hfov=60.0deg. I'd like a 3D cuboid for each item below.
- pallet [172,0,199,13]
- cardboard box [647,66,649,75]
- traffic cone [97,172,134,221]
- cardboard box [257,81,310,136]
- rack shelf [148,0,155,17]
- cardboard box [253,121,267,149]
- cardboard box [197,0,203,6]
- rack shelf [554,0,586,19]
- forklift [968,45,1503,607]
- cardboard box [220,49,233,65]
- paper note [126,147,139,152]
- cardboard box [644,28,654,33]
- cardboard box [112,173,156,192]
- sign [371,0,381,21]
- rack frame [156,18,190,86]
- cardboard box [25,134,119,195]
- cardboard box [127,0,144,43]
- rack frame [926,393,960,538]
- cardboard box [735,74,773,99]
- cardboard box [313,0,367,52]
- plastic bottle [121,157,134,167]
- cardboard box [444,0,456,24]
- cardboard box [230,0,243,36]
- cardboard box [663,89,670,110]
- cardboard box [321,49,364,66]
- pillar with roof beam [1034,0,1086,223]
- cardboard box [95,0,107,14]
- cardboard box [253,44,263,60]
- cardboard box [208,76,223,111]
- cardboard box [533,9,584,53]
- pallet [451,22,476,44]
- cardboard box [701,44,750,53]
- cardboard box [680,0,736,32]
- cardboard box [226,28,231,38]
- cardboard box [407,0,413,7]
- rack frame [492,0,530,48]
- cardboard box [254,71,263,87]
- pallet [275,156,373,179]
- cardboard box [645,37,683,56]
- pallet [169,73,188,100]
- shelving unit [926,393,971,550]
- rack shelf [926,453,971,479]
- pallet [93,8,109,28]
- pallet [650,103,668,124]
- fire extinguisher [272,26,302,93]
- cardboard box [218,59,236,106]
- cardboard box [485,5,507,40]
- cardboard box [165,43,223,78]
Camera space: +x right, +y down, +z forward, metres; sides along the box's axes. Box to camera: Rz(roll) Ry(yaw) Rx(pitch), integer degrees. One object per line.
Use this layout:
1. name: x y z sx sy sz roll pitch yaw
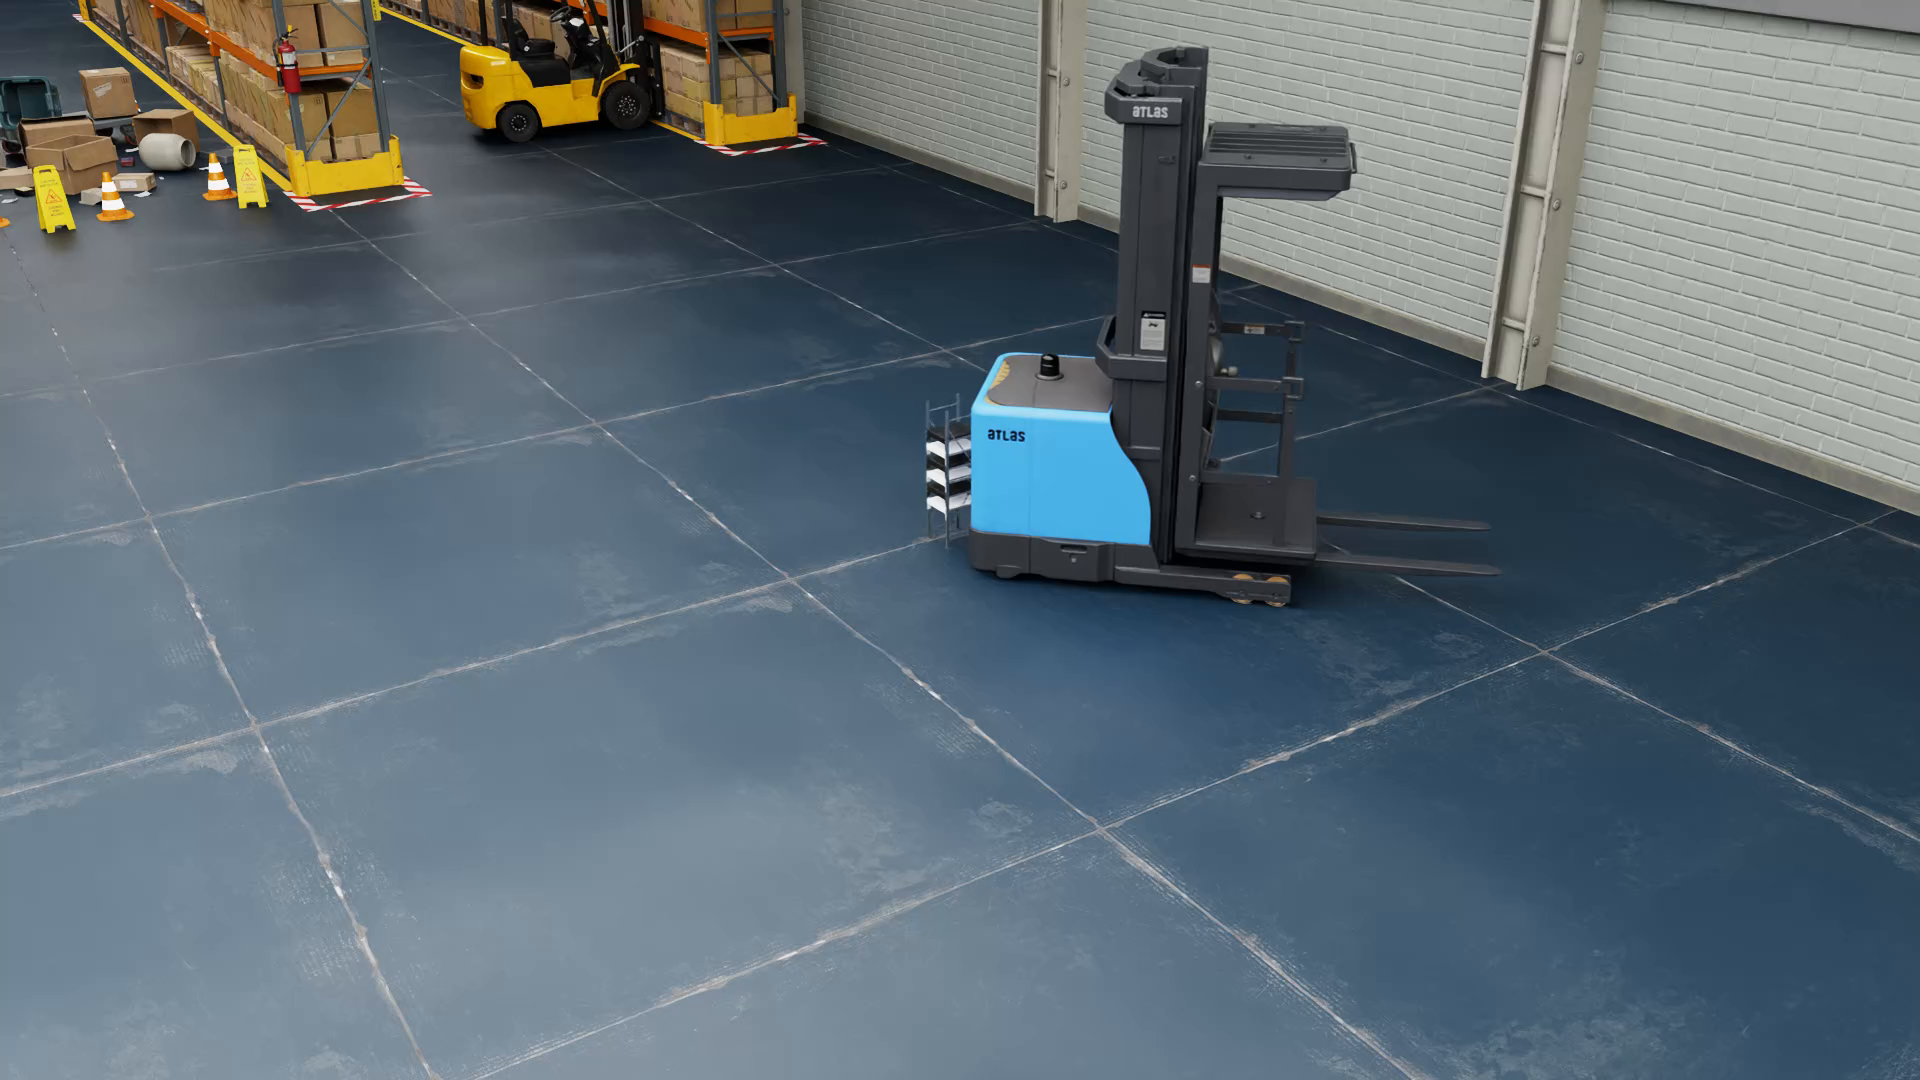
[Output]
1. pallet: -10.044 -7.350 22.530 1.003 0.211 1.213 -16 29 -30
2. cardboard box: -3.997 -6.247 22.112 0.500 0.250 0.500 -16 29 -30
3. traffic cone: -8.852 -3.599 17.332 0.336 0.463 0.334 -16 29 -30
4. cardboard box: -7.735 -4.971 19.116 0.500 0.500 0.500 -14 29 -28
5. rack shelf: -12.251 -8.525 25.637 1.077 0.370 4.000 -16 29 -30
6. cardboard box: -8.025 -4.819 19.674 0.500 0.250 0.500 -17 30 -31
7. cardboard box: -9.487 -6.900 21.155 0.380 0.149 0.250 -15 29 -29
8. rack shelf: -5.910 -8.252 25.060 1.077 0.370 4.000 -16 29 -30
9. forklift: 1.618 -1.194 9.346 3.031 2.935 1.130 5 26 10
10. cardboard box: -8.861 -5.950 20.432 0.380 0.149 0.250 -15 29 -29
11. paper note: -10.115 -4.774 20.328 0.148 0.019 0.142 -16 29 -30
12. cardboard box: -4.099 -6.952 23.021 0.500 0.250 0.500 -16 30 -30
13. cardboard box: -9.199 -3.982 18.511 0.380 0.149 0.250 -1 25 -3
14. sign: -6.337 -5.791 17.990 0.100 0.325 0.005 -16 29 -30
15. rack frame: -11.159 -8.135 23.968 1.000 3.000 0.127 -16 29 -30
16. cardboard box: -9.872 -4.183 18.521 0.637 0.503 0.797 7 26 15
17. cardboard box: -12.937 -8.591 26.933 0.875 0.875 0.875 -15 29 -28
18. rack frame: -0.102 -0.447 10.143 0.240 0.900 0.006 -17 30 -31
19. cardboard box: -2.717 -5.821 21.209 0.500 0.250 0.500 -15 29 -29
20. cardboard box: -6.818 -5.687 18.318 0.500 0.500 0.500 -16 30 -30
21. plastic bottle: -9.842 -4.477 19.661 0.133 0.061 0.283 -10 27 -21
22. cardboard box: -8.542 -9.190 28.640 0.500 0.500 0.500 -17 30 -31
23. cardboard box: -8.119 -6.129 19.253 0.500 0.500 0.500 -15 29 -29
24. cardboard box: -3.685 -5.834 21.822 0.500 0.250 0.500 -15 29 -29
25. cardboard box: -6.804 -5.330 18.320 0.380 0.149 0.250 -15 29 -29
26. pillar with roof beam: -2.591 -6.454 13.381 9.100 9.000 0.400 -16 29 -30
27. cardboard box: -15.082 -9.815 30.036 0.875 0.438 0.875 -17 30 -31
28. cardboard box: -7.694 -5.490 18.660 0.380 0.149 0.250 -15 29 -29
29. cardboard box: -9.264 -5.893 21.805 0.950 0.372 0.625 -15 29 -29
30. cardboard box: -5.942 -7.710 25.358 0.875 0.625 0.625 -17 30 -32
31. pallet: -8.040 -8.744 28.525 1.003 0.211 1.213 -16 29 -30
32. cardboard box: -3.014 -6.224 21.478 0.500 0.250 0.500 -15 29 -29
33. cardboard box: -3.124 -6.592 20.582 0.500 0.500 0.500 -16 30 -31
34. cardboard box: -8.614 -6.140 20.038 0.380 0.149 0.250 -15 29 -28
35. cardboard box: -9.931 -9.936 30.494 0.396 0.266 0.258 -14 29 -28
36. rack frame: -7.002 -9.293 26.421 1.000 3.000 0.127 -16 29 -30
37. cardboard box: -7.839 -5.284 19.021 0.380 0.149 0.250 -15 29 -29
38. pallet: -7.247 -4.338 19.193 1.003 0.211 1.213 -16 29 -30
39. cardboard box: -3.985 -6.465 21.988 0.500 0.250 0.500 -16 30 -31
40. pallet: -10.733 -6.594 23.971 1.003 0.211 1.213 -16 29 -30
41. shelving unit: -0.044 -0.412 10.067 0.258 0.900 0.210 -17 30 -31
42. rack shelf: -0.044 -0.463 10.043 0.258 0.077 0.200 -17 30 -31
43. pallet: -15.024 -9.467 30.058 1.003 0.211 1.213 -16 29 -30
44. pallet: -3.749 -5.870 22.438 1.003 0.211 1.213 -16 29 -30
45. fire extinguisher: -7.115 -5.090 17.609 0.296 0.674 0.183 -16 29 -30
46. cardboard box: -8.879 -5.716 20.695 0.500 0.500 0.500 -14 29 -27
47. cardboard box: -7.413 -8.454 27.080 0.500 0.500 0.500 -15 29 -28
48. cardboard box: -10.859 -6.932 24.007 0.950 0.372 0.625 -18 31 -33
